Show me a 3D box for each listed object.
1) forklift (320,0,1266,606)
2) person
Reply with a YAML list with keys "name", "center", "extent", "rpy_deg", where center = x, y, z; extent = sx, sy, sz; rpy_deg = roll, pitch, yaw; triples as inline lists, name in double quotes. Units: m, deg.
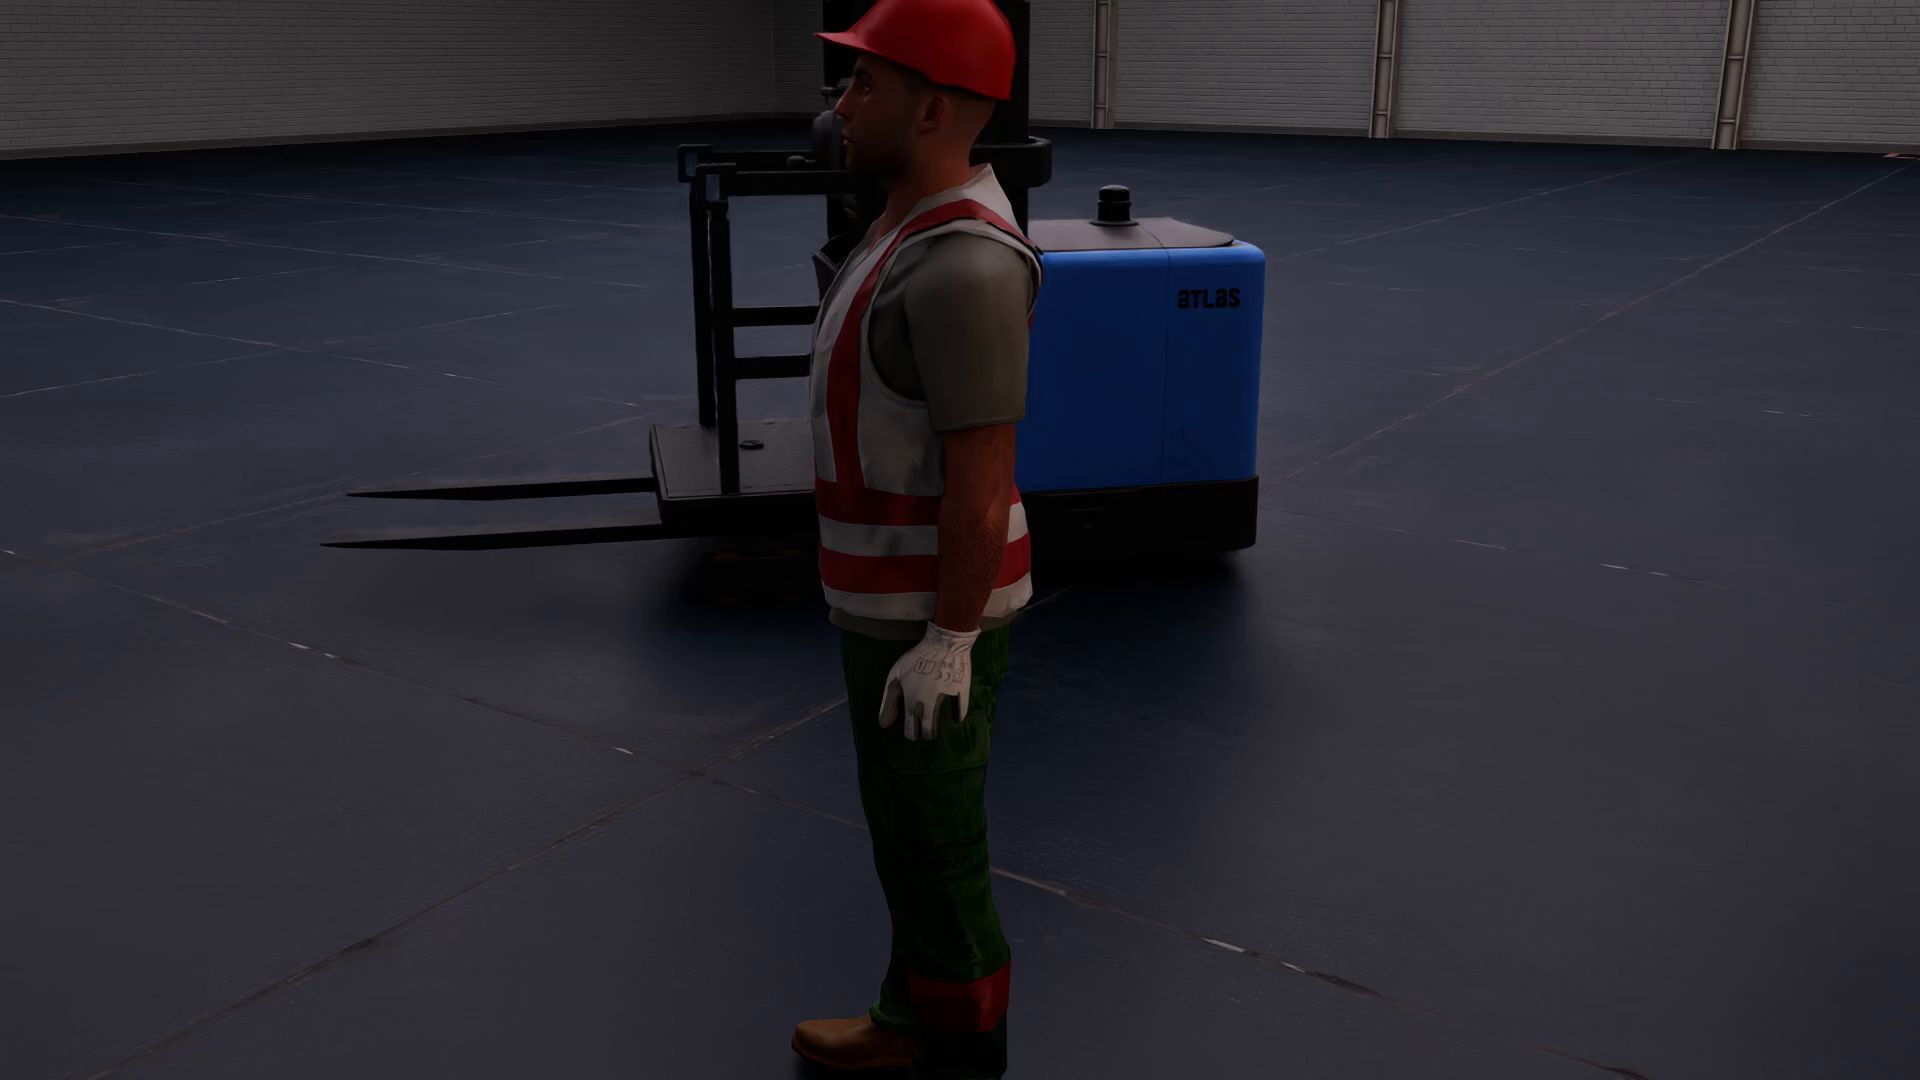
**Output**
- name: "forklift"
  center: [-0.564, -1.362, 5.389]
  extent: [3.031, 2.935, 1.130]
  rpy_deg: [-4, 17, -12]
- name: "person"
  center: [-0.082, 0.100, 2.488]
  extent: [0.369, 1.795, 0.529]
  rpy_deg: [-2, 17, -8]
